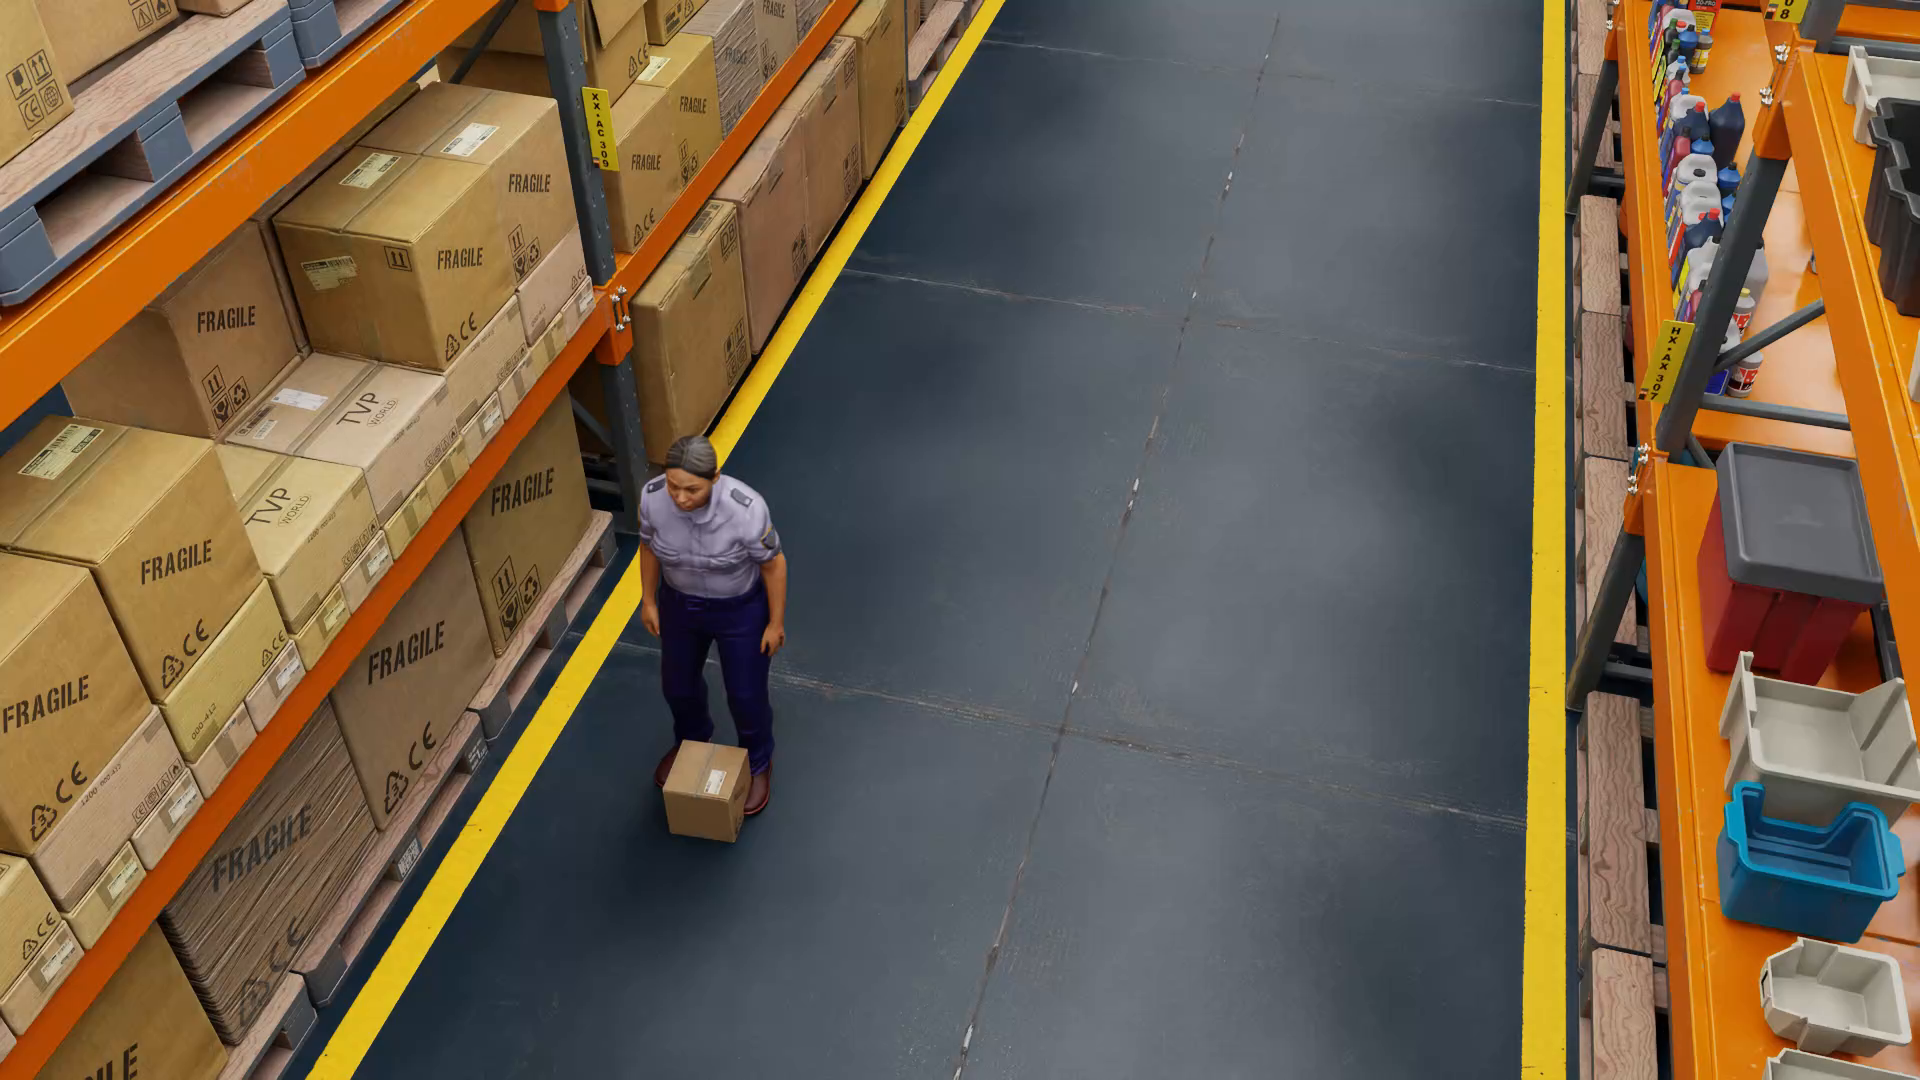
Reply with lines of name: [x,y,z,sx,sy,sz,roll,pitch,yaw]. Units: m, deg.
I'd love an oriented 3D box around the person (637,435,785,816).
person: [-0.880,0.268,5.859,0.548,1.651,0.415,10,42,11]
